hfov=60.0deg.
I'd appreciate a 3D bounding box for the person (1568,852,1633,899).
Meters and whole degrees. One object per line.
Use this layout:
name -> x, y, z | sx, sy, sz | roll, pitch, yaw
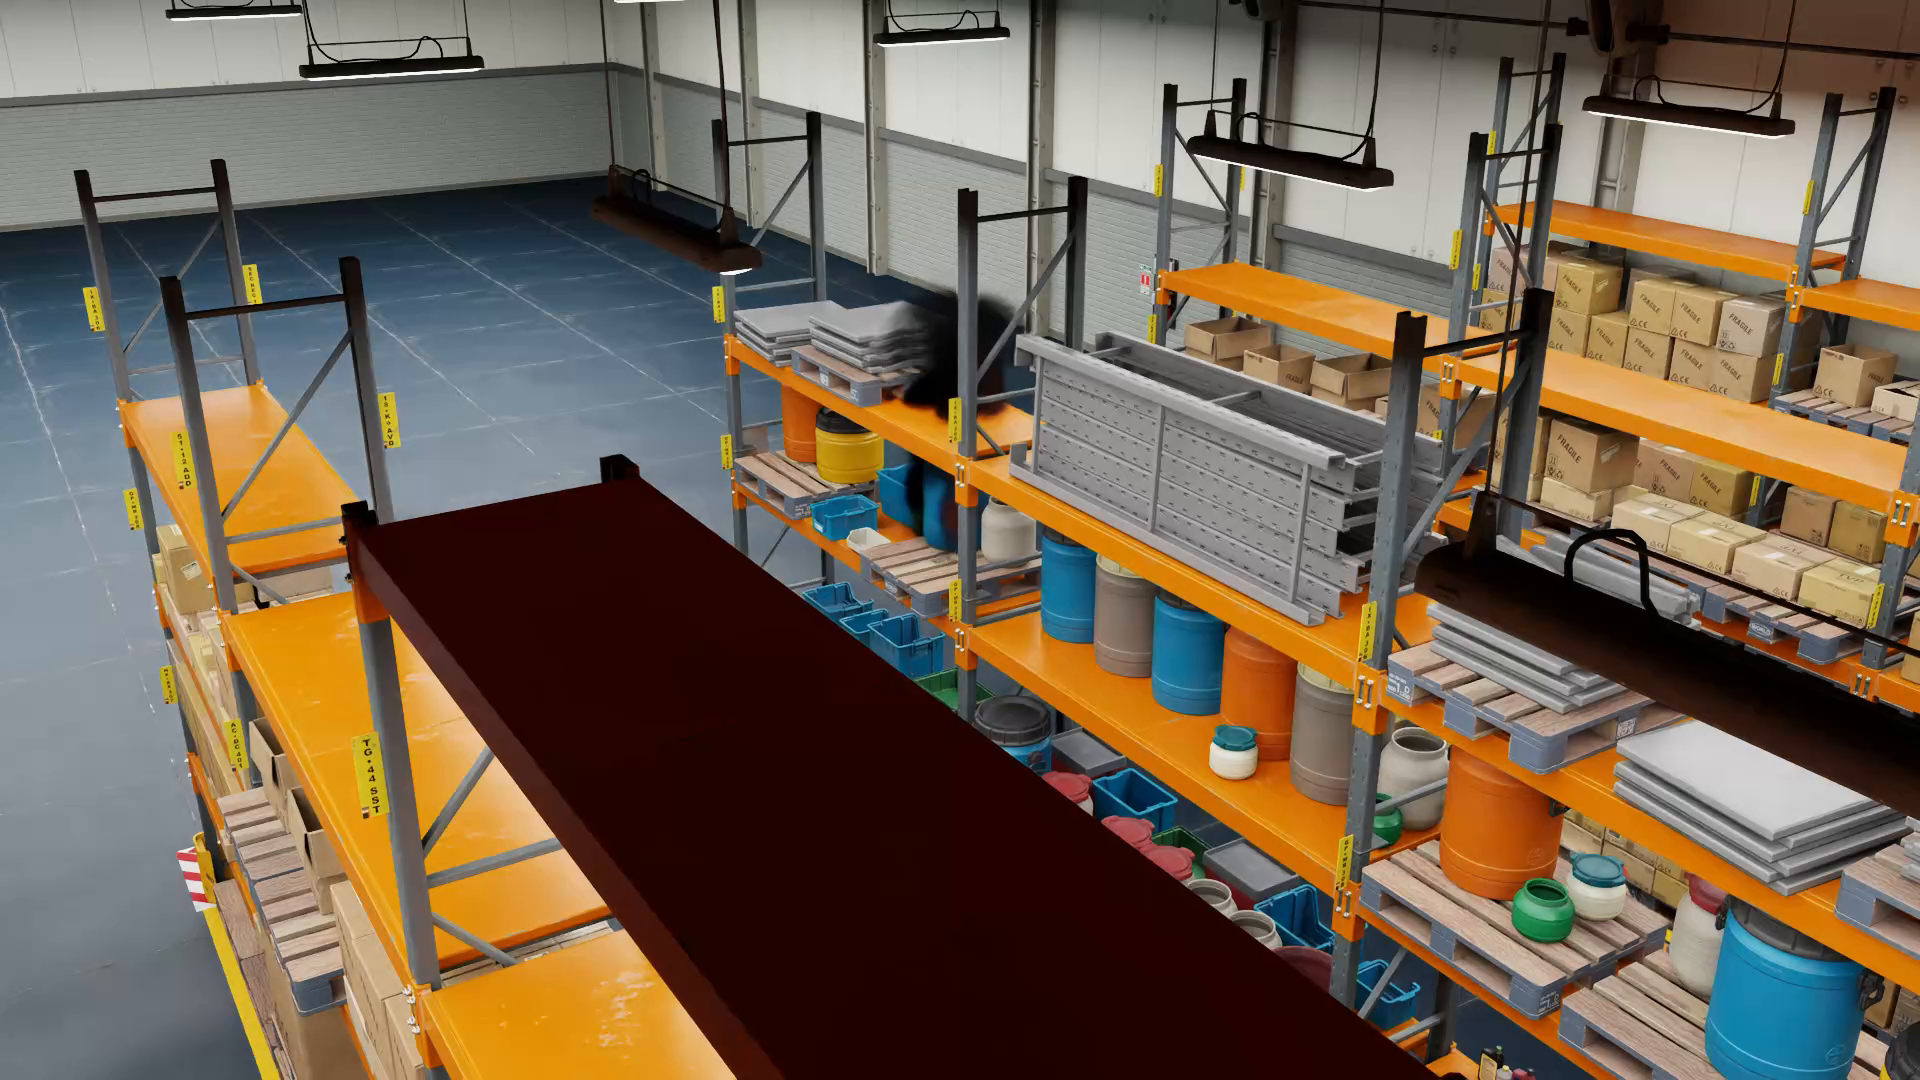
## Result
person -> 4.507, 2.994, 11.641 | 0.702, 1.715, 0.663 | 17, 28, 37
